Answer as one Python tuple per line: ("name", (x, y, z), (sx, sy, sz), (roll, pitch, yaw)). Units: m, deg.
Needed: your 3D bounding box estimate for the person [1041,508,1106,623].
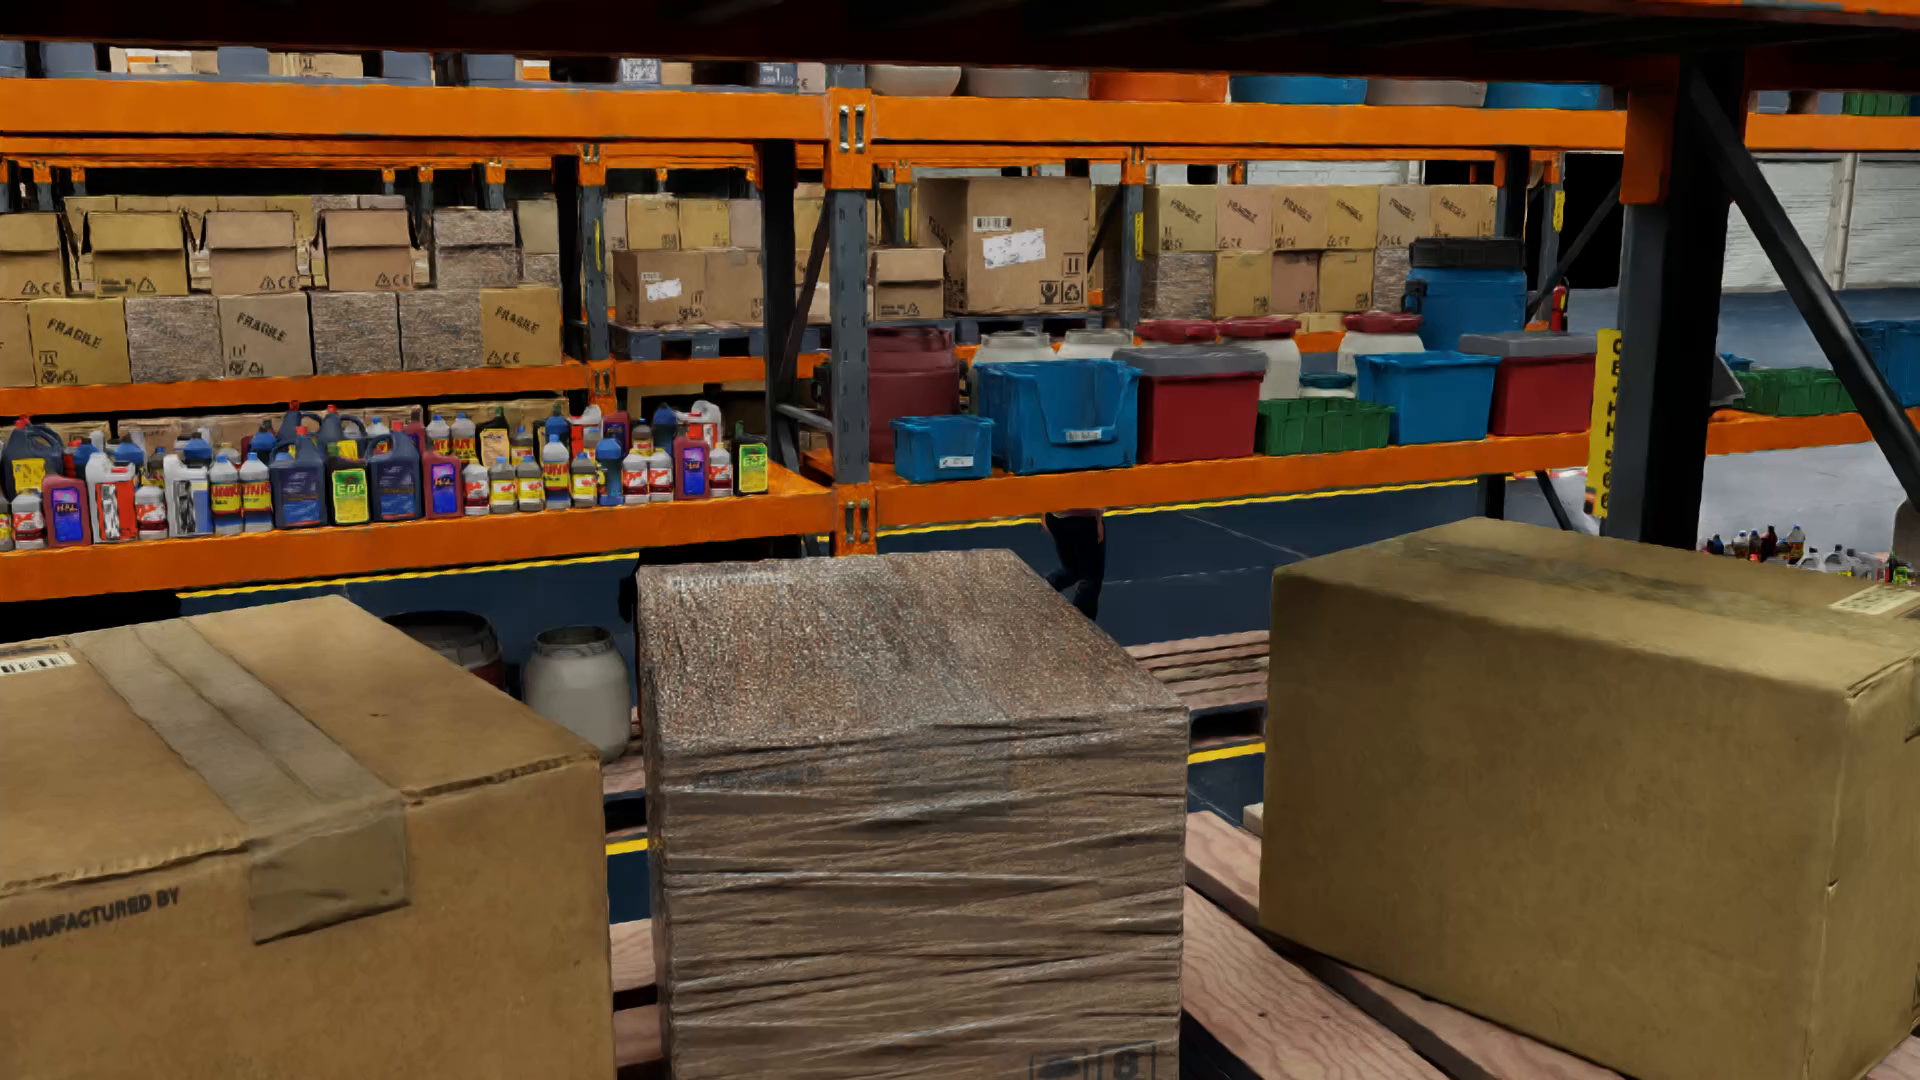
("person", (0.527, -0.131, 8.531), (0.619, 1.579, 0.421), (-8, 15, -33))
